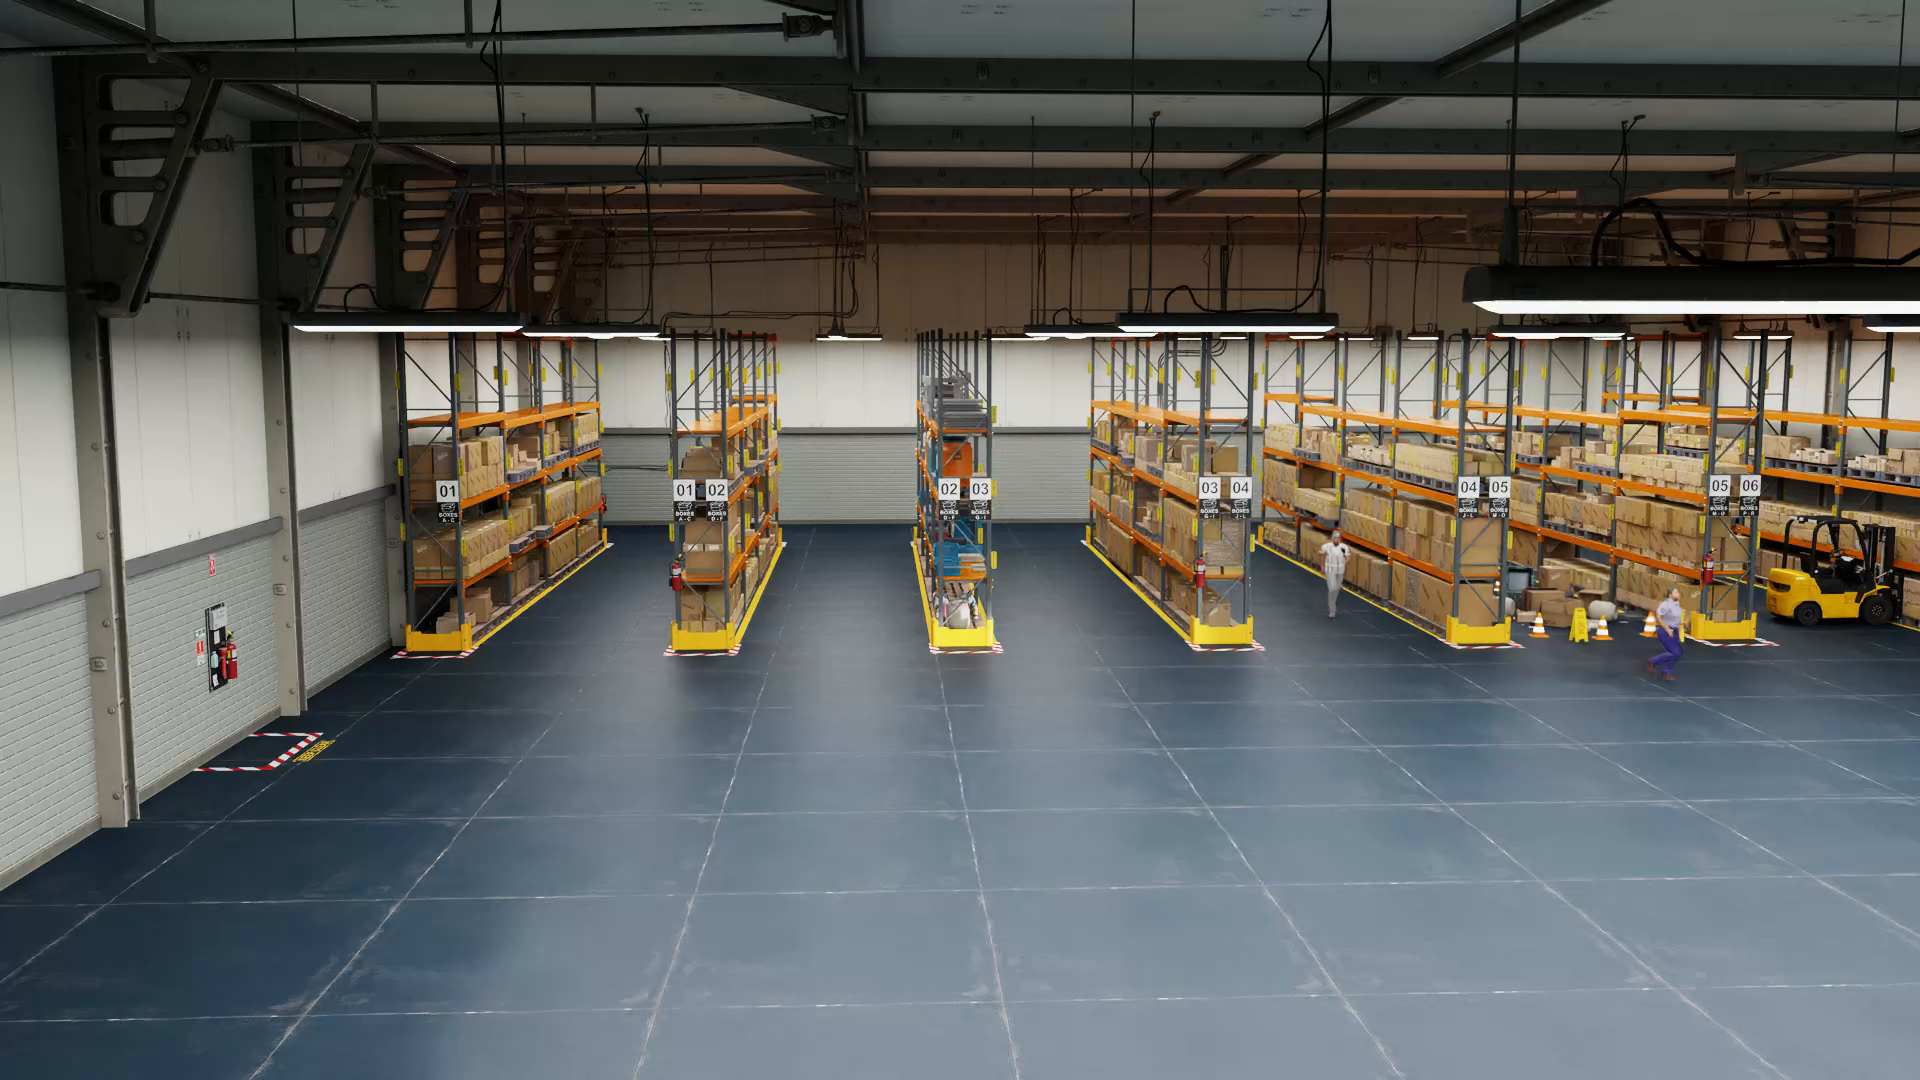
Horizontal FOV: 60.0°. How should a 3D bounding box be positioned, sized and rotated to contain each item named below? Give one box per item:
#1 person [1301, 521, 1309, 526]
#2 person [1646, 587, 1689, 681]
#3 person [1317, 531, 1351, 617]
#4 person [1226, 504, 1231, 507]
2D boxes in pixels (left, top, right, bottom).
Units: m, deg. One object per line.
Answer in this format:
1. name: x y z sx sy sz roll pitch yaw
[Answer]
1. person: 10.053 -0.848 48.885 0.637 1.630 0.565 -5 8 -34
2. person: 12.120 1.596 28.391 0.564 1.618 0.599 6 9 41
3. person: 7.958 0.706 35.257 0.645 1.838 0.799 -1 7 -8
4. person: 7.837 -0.763 48.500 0.638 1.568 0.737 -6 9 -43
